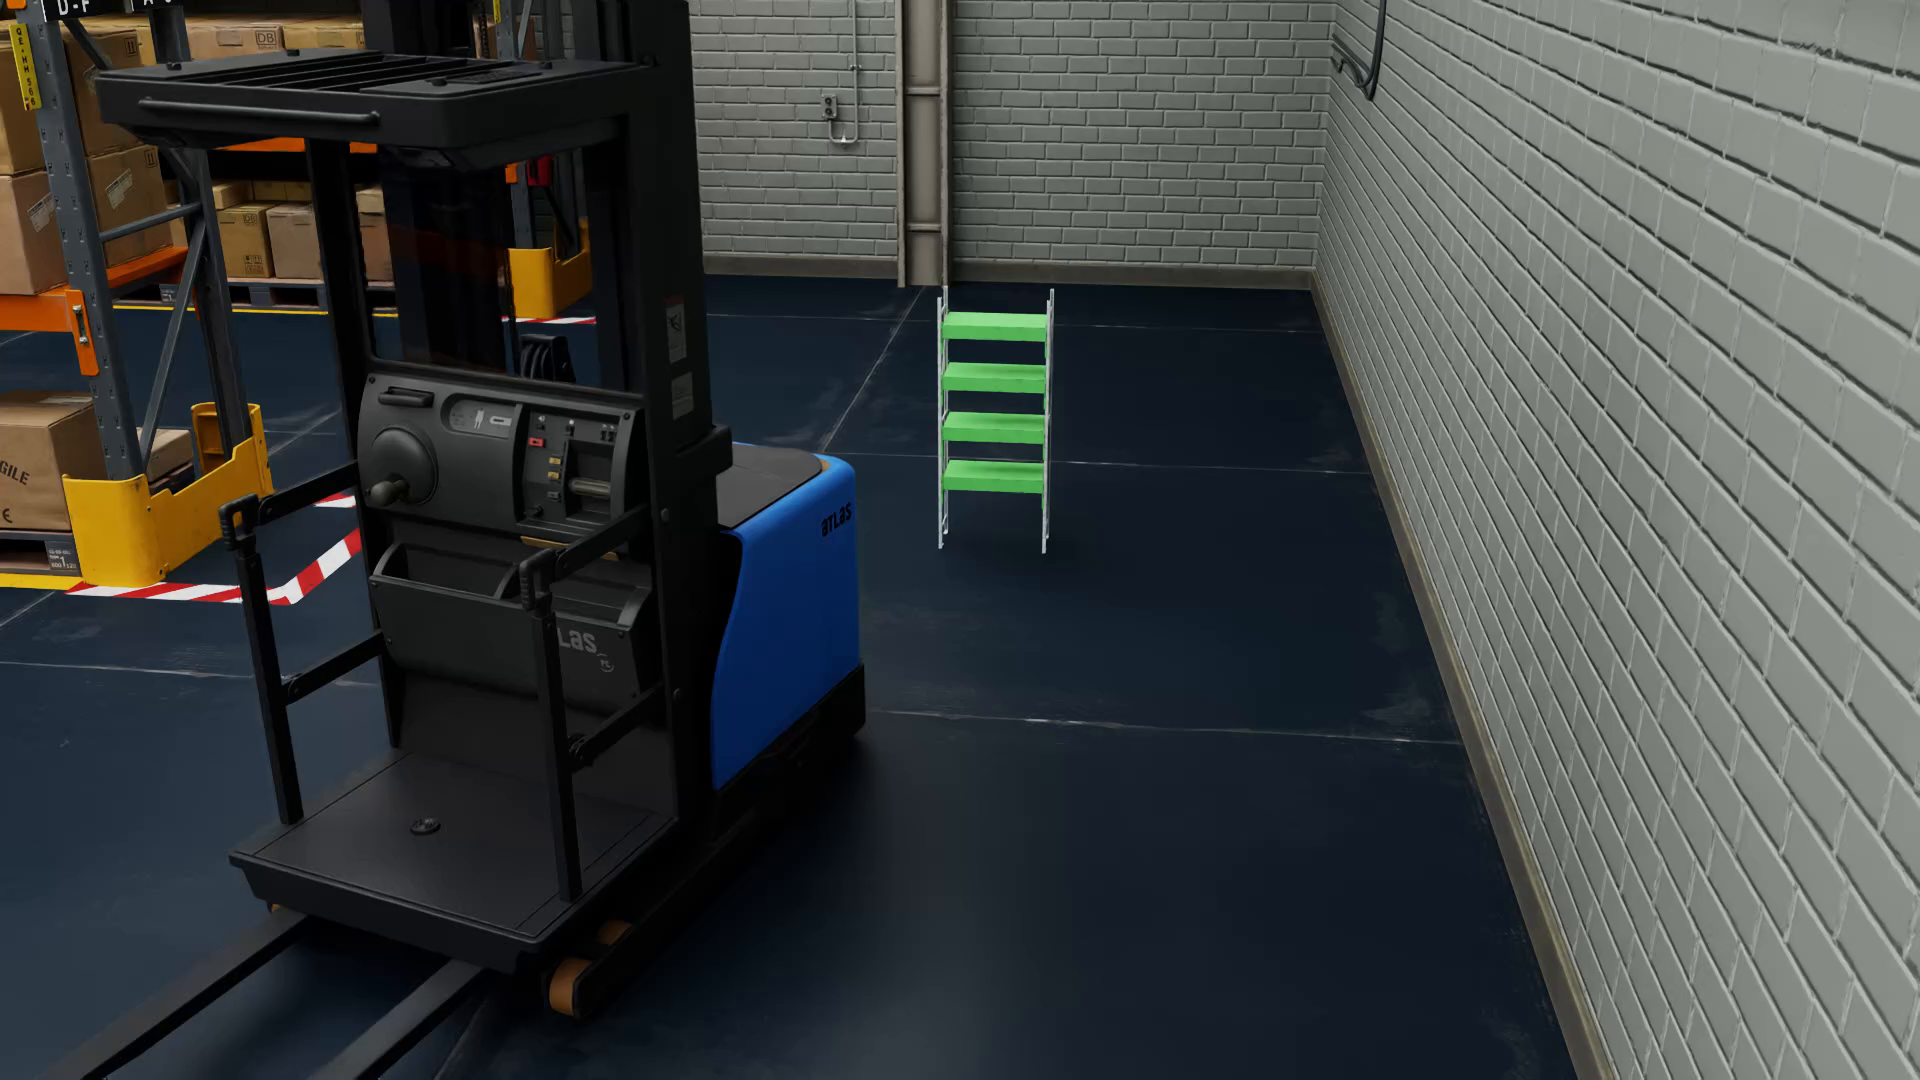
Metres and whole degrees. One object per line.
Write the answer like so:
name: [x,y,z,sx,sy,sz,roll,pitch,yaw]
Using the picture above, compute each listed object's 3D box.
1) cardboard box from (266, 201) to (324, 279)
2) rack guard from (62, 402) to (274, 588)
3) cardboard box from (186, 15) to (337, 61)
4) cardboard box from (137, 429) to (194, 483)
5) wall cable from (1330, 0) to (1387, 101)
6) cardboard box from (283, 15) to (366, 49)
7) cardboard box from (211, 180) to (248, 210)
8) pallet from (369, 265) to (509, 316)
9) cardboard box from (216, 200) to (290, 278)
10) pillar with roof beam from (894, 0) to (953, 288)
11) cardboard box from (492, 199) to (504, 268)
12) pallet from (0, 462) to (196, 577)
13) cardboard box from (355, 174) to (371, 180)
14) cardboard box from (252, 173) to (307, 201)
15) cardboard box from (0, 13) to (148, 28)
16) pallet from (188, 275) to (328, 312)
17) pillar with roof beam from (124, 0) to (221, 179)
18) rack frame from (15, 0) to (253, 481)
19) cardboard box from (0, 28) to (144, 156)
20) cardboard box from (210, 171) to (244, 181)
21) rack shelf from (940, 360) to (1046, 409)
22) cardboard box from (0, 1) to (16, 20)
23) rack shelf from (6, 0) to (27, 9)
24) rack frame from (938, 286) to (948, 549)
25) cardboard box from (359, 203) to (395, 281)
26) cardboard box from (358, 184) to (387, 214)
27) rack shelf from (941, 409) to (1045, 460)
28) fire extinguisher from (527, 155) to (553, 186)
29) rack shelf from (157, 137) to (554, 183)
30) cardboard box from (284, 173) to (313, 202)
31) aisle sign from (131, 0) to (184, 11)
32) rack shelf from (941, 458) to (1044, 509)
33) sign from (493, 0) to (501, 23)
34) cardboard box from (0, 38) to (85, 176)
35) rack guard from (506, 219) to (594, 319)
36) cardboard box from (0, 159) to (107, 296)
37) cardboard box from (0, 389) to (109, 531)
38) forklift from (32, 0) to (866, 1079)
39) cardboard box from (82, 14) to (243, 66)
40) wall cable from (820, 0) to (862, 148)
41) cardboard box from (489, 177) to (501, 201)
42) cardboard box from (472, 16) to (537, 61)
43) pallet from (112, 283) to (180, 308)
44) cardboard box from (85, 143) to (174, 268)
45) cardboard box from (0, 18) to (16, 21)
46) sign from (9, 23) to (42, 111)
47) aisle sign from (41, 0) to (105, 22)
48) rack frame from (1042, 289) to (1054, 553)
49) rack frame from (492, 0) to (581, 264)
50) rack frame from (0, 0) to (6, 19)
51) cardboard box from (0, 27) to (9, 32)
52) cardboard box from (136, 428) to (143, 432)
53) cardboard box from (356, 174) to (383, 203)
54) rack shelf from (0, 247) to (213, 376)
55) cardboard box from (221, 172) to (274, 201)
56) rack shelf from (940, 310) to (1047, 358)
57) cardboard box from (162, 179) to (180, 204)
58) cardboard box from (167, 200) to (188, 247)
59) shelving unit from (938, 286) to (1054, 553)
cardboard box: [-4.754,-2.275,12.443,0.500,0.500,0.700,2,22,5]
rack guard: [-3.705,-0.237,7.860,0.348,0.500,1.175,2,22,6]
cardboard box: [-5.038,-3.427,12.120,0.700,0.700,0.980,1,22,4]
cardboard box: [-4.005,-0.419,8.199,0.250,0.149,0.380,2,22,6]
wall cable: [2.524,-4.176,10.487,0.112,2.526,3.097,2,22,6]
cardboard box: [-4.282,-3.391,12.028,0.700,0.700,0.980,2,22,6]
cardboard box: [-5.455,-2.539,12.229,0.250,0.149,0.380,2,22,5]
pallet: [-3.854,-1.915,12.496,1.213,0.211,1.003,2,22,6]
cardboard box: [-5.284,-2.296,12.495,0.500,0.500,0.700,3,22,8]
pillar with roof beam: [-0.774,-4.622,7.392,0.400,9.000,9.100,2,22,6]
cardboard box: [-3.757,-2.232,12.334,0.500,0.500,0.700,2,22,6]
pallet: [-4.497,-0.137,8.000,1.213,0.211,1.003,2,22,6]
cardboard box: [-4.614,-2.645,12.496,0.250,0.149,0.380,3,22,7]
cardboard box: [-5.120,-2.667,12.551,0.250,0.149,0.380,2,22,5]
cardboard box: [-6.486,-3.488,12.276,0.700,0.700,0.980,3,22,7]
pallet: [-5.062,-1.968,12.631,1.213,0.211,1.003,2,22,6]
pillar with roof beam: [-6.732,-4.882,8.049,0.400,9.000,9.100,2,22,6]
rack frame: [-3.630,-1.397,7.393,0.127,3.000,1.000,2,22,6]
cardboard box: [-4.039,-2.024,7.482,0.500,0.500,0.500,3,22,8]
cardboard box: [-5.628,-2.689,12.607,0.250,0.149,0.380,2,22,5]
rack shelf: [0.164,-0.715,7.636,0.480,0.148,0.258,2,22,6]
cardboard box: [-7.449,-4.036,12.482,0.500,0.250,0.500,3,22,8]
rack shelf: [-5.616,-2.544,7.192,4.000,0.370,1.077,2,22,6]
rack frame: [-0.078,-0.561,7.728,0.015,1.200,0.240,2,22,6]
cardboard box: [-4.254,-2.254,12.389,0.500,0.500,0.700,2,22,6]
cardboard box: [-4.160,-2.483,12.088,0.250,0.149,0.380,3,22,8]
rack shelf: [0.164,-0.491,7.725,0.480,0.148,0.258,2,22,6]
fire extinguisher: [-2.955,-2.821,11.608,0.183,0.674,0.296,2,22,6]
rack shelf: [-5.037,-2.957,12.319,4.000,0.370,1.077,2,22,6]
cardboard box: [-4.869,-2.655,12.523,0.250,0.149,0.380,3,22,7]
aisle sign: [-3.527,-2.710,7.178,0.004,0.787,0.394,2,22,6]
rack shelf: [0.164,-0.268,7.813,0.480,0.148,0.258,2,22,6]
sign: [-3.128,-3.656,11.212,0.005,0.325,0.100,2,22,6]
cardboard box: [-4.104,-1.827,6.985,0.500,0.500,0.500,2,22,6]
rack guard: [-3.027,-2.042,12.425,0.348,0.500,1.175,2,22,6]
cardboard box: [-4.107,-1.363,7.172,0.500,0.500,0.500,3,22,8]
cardboard box: [-4.199,-0.372,7.603,0.500,0.500,0.500,2,22,6]
forklift: [-1.401,-0.222,4.514,1.130,2.935,3.031,9,23,22]
cardboard box: [-5.762,-3.455,12.191,0.700,0.700,0.980,2,22,5]
wall cable: [-1.668,-3.968,12.514,1.851,1.984,0.084,2,22,6]
cardboard box: [-3.610,-2.601,12.386,0.250,0.149,0.380,3,22,7]
cardboard box: [-3.558,-3.363,11.959,0.700,0.700,0.980,3,22,9]
pallet: [-6.277,-2.020,12.763,1.213,0.211,1.003,2,22,6]
cardboard box: [-4.039,-1.559,7.666,0.500,0.500,0.500,3,22,7]
cardboard box: [-7.450,-3.684,12.612,0.500,0.500,0.500,2,22,4]
sign: [-3.715,-1.880,6.611,0.005,0.325,0.100,2,22,6]
aisle sign: [-3.598,-2.491,6.624,0.004,0.787,0.394,2,22,6]
rack frame: [0.407,-0.540,7.674,0.015,1.200,0.240,2,22,6]
rack frame: [-3.051,-3.205,11.968,0.127,3.000,1.000,2,22,6]
rack frame: [-7.023,-3.378,12.405,0.127,3.000,1.000,2,22,6]
cardboard box: [-4.559,-2.043,7.533,0.500,0.500,0.500,3,22,7]
cardboard box: [-4.253,-0.438,8.223,0.250,0.166,0.380,2,22,6]
cardboard box: [-4.361,-2.634,12.469,0.250,0.149,0.380,3,22,7]
rack shelf: [-5.616,-1.149,7.744,4.000,0.370,1.077,2,22,6]
cardboard box: [-5.377,-2.677,12.579,0.250,0.149,0.380,3,22,7]
rack shelf: [0.164,-0.938,7.548,0.480,0.148,0.258,2,22,6]
cardboard box: [-5.974,-2.562,12.286,0.250,0.149,0.380,3,22,8]
cardboard box: [-5.794,-2.319,12.553,0.500,0.500,0.700,2,22,6]
shelving unit: [0.164,-0.551,7.701,0.503,1.200,0.258,2,22,6]
